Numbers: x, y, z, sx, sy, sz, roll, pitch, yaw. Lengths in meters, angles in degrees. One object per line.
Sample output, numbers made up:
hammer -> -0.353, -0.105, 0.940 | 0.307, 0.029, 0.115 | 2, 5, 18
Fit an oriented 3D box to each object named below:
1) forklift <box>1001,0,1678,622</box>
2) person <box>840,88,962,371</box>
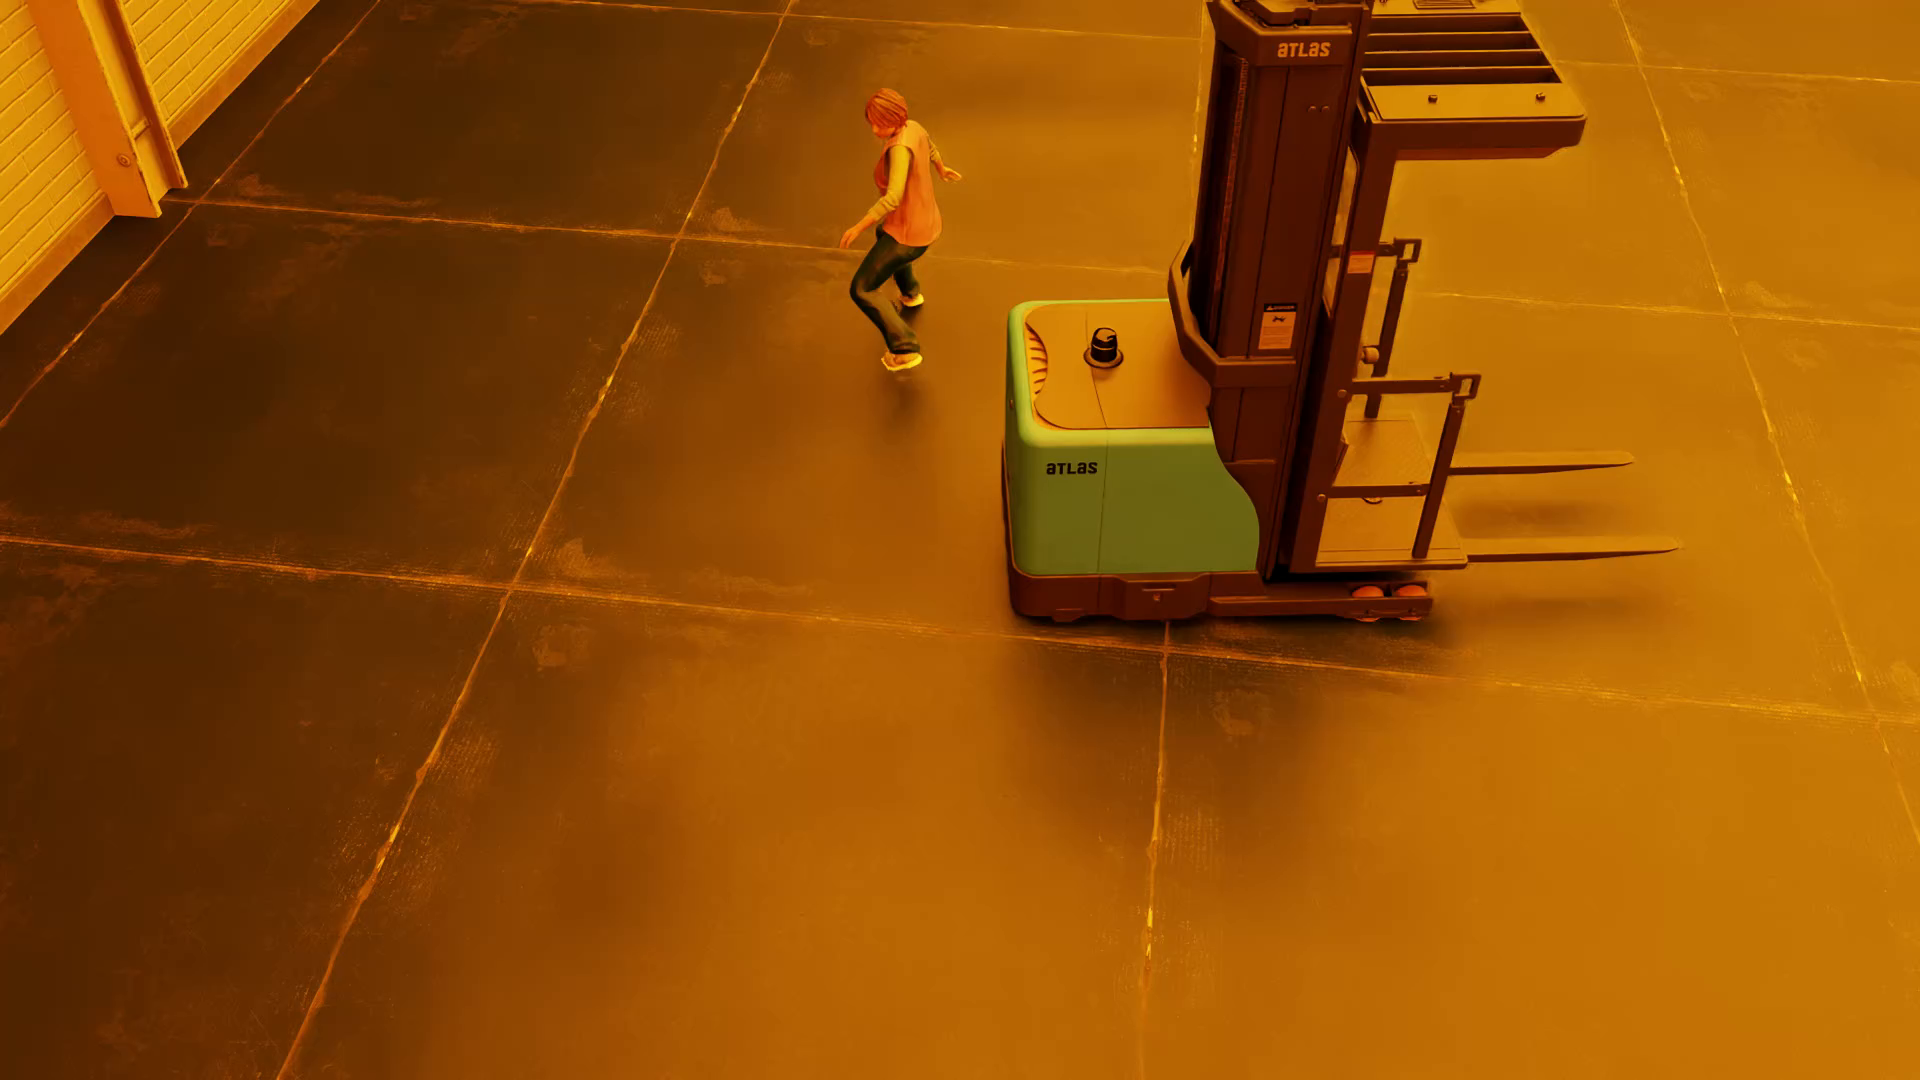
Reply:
forklift -> 1.729, -1.071, 6.890 | 3.031, 2.935, 1.130 | -1, 43, -1
person -> -0.288, -1.654, 8.672 | 0.488, 1.491, 1.032 | 12, 44, 13
